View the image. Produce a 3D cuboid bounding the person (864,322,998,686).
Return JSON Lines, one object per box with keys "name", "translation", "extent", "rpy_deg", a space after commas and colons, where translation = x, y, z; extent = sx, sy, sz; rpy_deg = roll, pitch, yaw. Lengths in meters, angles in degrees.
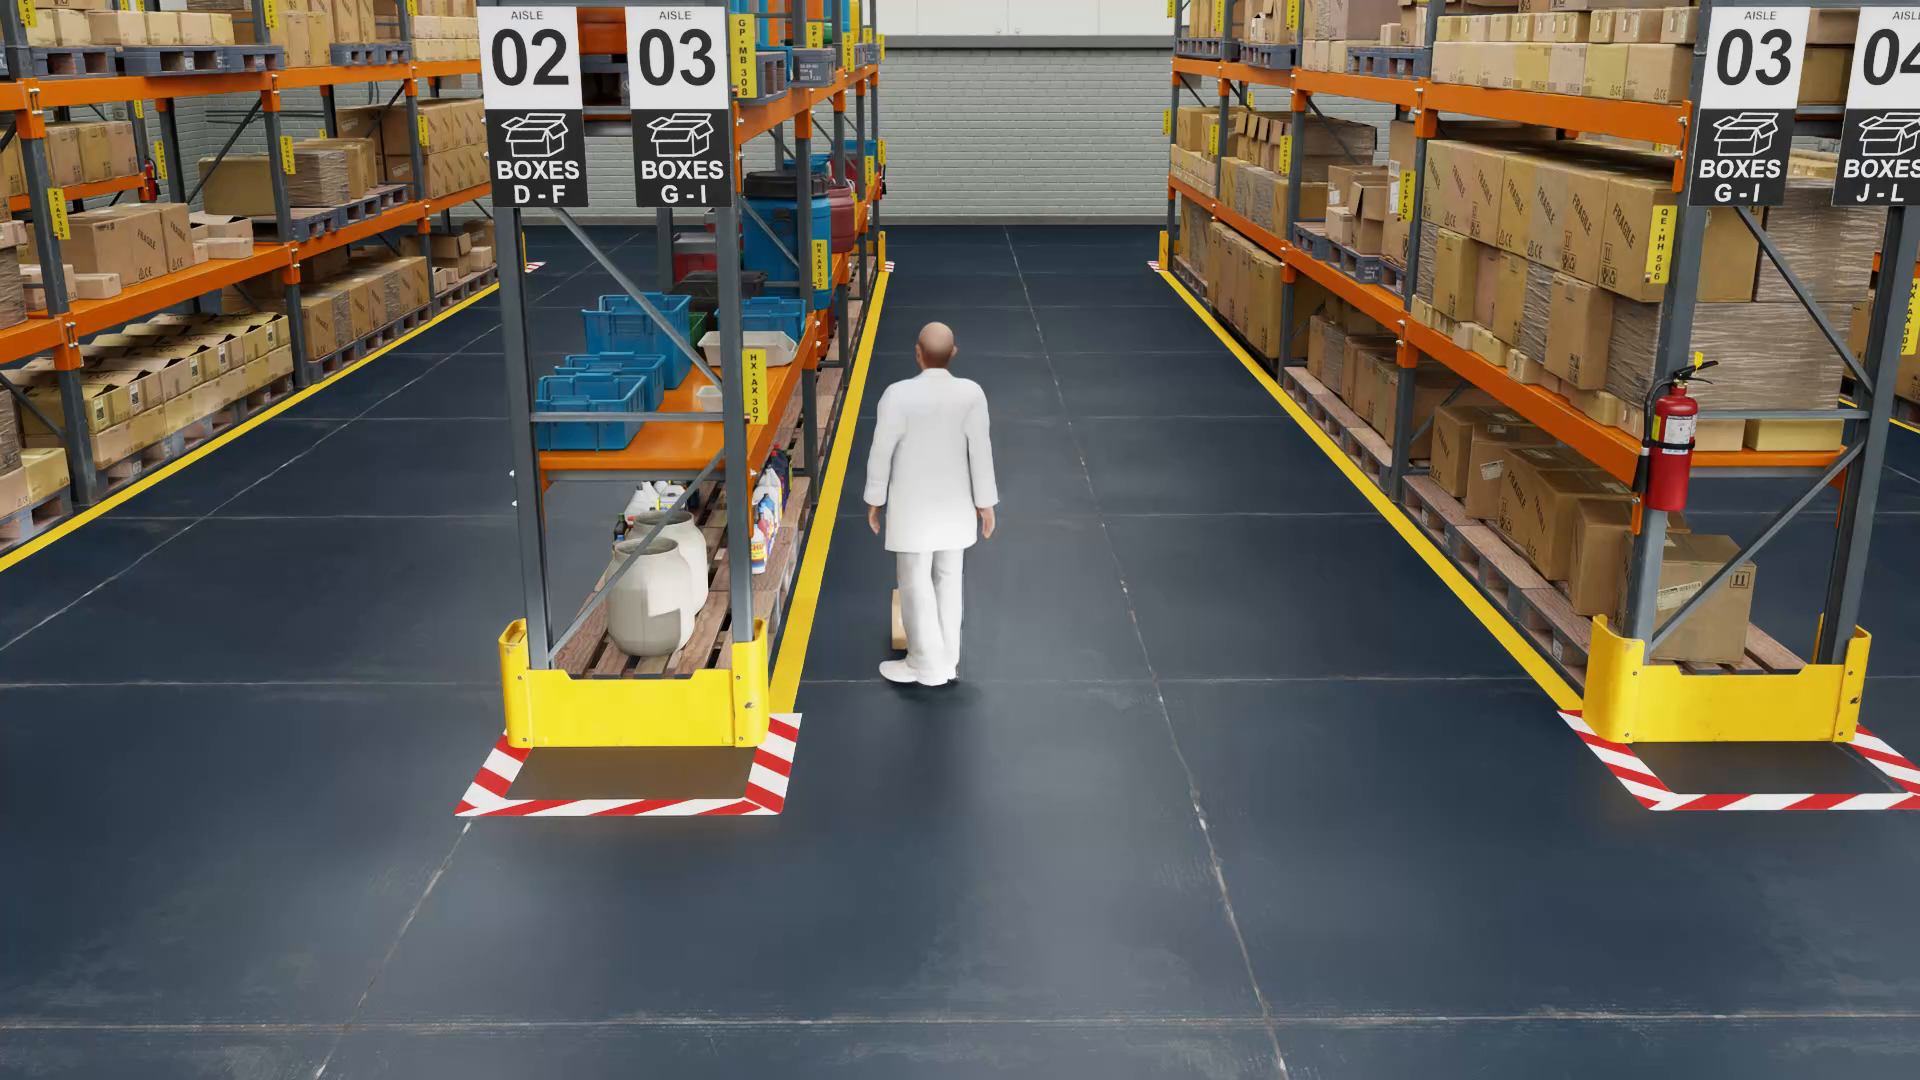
{"name": "person", "translation": [-0.145, -0.179, 8.099], "extent": [0.646, 1.774, 0.464], "rpy_deg": [-5, 17, -15]}
